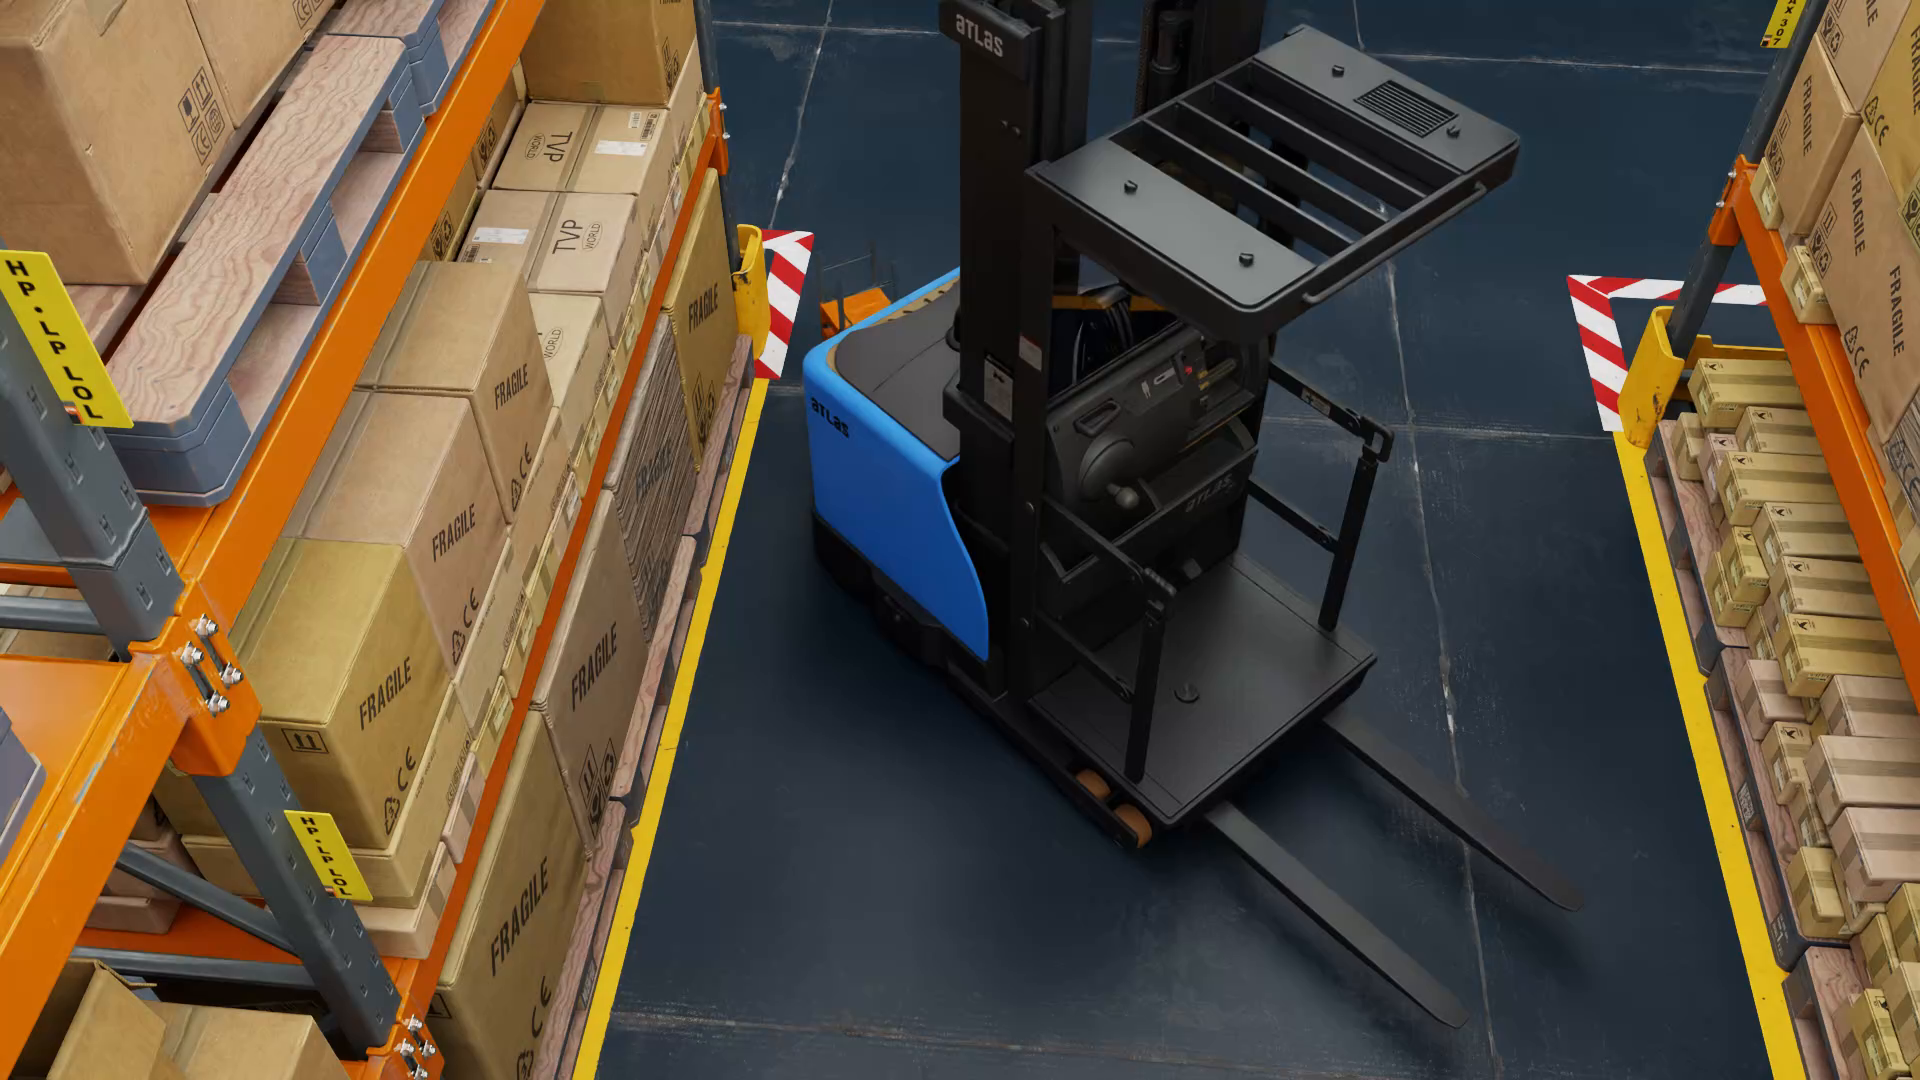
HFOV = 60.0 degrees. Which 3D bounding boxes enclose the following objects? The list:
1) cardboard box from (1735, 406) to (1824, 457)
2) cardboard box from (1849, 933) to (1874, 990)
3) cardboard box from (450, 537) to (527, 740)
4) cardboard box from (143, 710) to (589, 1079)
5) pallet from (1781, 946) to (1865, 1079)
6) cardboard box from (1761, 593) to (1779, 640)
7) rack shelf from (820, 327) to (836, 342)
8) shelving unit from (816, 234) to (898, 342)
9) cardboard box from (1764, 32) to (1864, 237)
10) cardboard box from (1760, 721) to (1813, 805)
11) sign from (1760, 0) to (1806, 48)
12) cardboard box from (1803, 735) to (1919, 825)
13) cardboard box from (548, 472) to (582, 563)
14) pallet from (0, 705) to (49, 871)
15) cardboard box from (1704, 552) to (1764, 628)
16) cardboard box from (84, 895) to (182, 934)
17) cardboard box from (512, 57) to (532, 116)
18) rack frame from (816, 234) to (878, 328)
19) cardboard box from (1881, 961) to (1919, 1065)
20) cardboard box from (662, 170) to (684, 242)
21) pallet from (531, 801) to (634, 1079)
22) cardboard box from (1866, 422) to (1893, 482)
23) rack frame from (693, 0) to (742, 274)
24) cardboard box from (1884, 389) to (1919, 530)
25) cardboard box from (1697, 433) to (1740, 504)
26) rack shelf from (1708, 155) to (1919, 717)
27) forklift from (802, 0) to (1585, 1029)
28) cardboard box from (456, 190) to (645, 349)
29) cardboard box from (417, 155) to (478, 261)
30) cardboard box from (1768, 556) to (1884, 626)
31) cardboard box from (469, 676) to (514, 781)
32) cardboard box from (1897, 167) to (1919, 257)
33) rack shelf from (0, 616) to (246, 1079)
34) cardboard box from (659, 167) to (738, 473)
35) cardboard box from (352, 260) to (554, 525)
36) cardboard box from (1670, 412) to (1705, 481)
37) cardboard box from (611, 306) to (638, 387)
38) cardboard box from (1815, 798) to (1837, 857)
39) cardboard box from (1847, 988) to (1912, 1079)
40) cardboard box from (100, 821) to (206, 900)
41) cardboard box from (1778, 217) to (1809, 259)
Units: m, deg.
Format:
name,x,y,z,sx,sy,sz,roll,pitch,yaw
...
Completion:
name,x,y,z,sx,sy,sz,roll,pitch,yaw
cardboard box,3.173,-0.357,6.288,0.380,0.149,0.250,5,48,4
cardboard box,3.008,1.329,5.149,0.380,0.149,0.250,3,48,3
cardboard box,-1.477,0.239,4.399,0.500,0.250,0.500,4,48,3
cardboard box,-1.691,1.077,4.887,0.875,0.875,0.875,4,48,4
pallet,3.125,1.835,4.929,1.003,0.211,1.213,4,48,4
cardboard box,3.084,0.304,5.885,0.380,0.149,0.250,2,48,2
rack shelf,-0.379,-0.758,6.365,0.258,0.103,0.180,-21,51,-18
shelving unit,-0.378,-0.626,6.509,0.258,1.200,0.189,-21,51,-18
cardboard box,3.148,-1.373,5.703,0.500,0.500,0.500,6,48,5
cardboard box,2.970,0.772,5.659,0.380,0.149,0.250,4,48,4
sign,2.924,-1.879,5.849,0.100,0.325,0.005,4,48,4
cardboard box,2.918,0.767,5.260,0.380,0.149,0.250,2,48,2
cardboard box,-1.355,-0.081,4.962,0.380,0.149,0.250,4,48,4
pallet,-1.865,0.711,2.164,0.805,0.209,1.217,2,48,2
cardboard box,3.007,0.195,6.186,0.380,0.149,0.250,4,48,4
cardboard box,-2.129,0.820,4.137,0.380,0.149,0.250,4,48,4
cardboard box,-1.779,-1.673,6.147,0.500,0.250,0.500,3,48,2
rack frame,-0.420,-0.687,6.564,0.240,1.200,0.006,-21,51,-18
cardboard box,2.872,1.356,4.721,0.380,0.149,0.250,3,48,3
cardboard box,-1.217,-1.213,5.997,0.380,0.149,0.250,4,48,4
pallet,-1.683,1.369,5.355,1.003,0.211,1.213,4,48,4
cardboard box,3.061,-0.289,5.151,0.380,0.149,0.250,3,48,3
rack frame,-1.466,-1.958,6.508,1.000,3.000,0.127,4,48,4
cardboard box,3.027,-0.244,4.671,0.500,0.500,0.500,3,48,3
cardboard box,3.079,-0.265,6.405,0.380,0.149,0.250,4,48,3
rack shelf,3.282,0.162,5.056,1.077,0.370,4.000,4,48,4
forklift,0.772,-0.344,5.078,1.130,2.935,3.031,-33,56,-27
cardboard box,-1.339,-0.887,5.428,0.500,0.250,0.500,2,48,2
cardboard box,-1.866,-1.178,5.186,0.500,0.500,0.500,3,48,2
cardboard box,3.047,0.210,5.769,0.380,0.149,0.250,6,48,5
cardboard box,-1.425,0.485,4.444,0.380,0.149,0.250,5,48,5
cardboard box,3.049,-0.958,4.646,0.500,0.500,0.500,3,48,3
rack shelf,-2.013,1.682,1.634,1.077,0.370,4.000,4,48,4
cardboard box,-1.445,-0.907,6.702,0.875,0.875,0.875,4,48,4
cardboard box,-1.437,-0.400,4.475,0.500,0.500,0.500,3,48,2
cardboard box,3.097,-0.366,6.699,0.380,0.149,0.250,5,48,4
cardboard box,-1.285,-0.648,5.480,0.380,0.149,0.250,4,48,4
cardboard box,2.999,0.897,5.343,0.380,0.149,0.250,2,48,2
cardboard box,2.831,1.459,4.829,0.380,0.149,0.250,2,48,2
cardboard box,-2.052,0.590,4.078,0.500,0.250,0.500,3,48,3
cardboard box,3.126,-1.059,5.856,0.380,0.149,0.250,5,48,5
